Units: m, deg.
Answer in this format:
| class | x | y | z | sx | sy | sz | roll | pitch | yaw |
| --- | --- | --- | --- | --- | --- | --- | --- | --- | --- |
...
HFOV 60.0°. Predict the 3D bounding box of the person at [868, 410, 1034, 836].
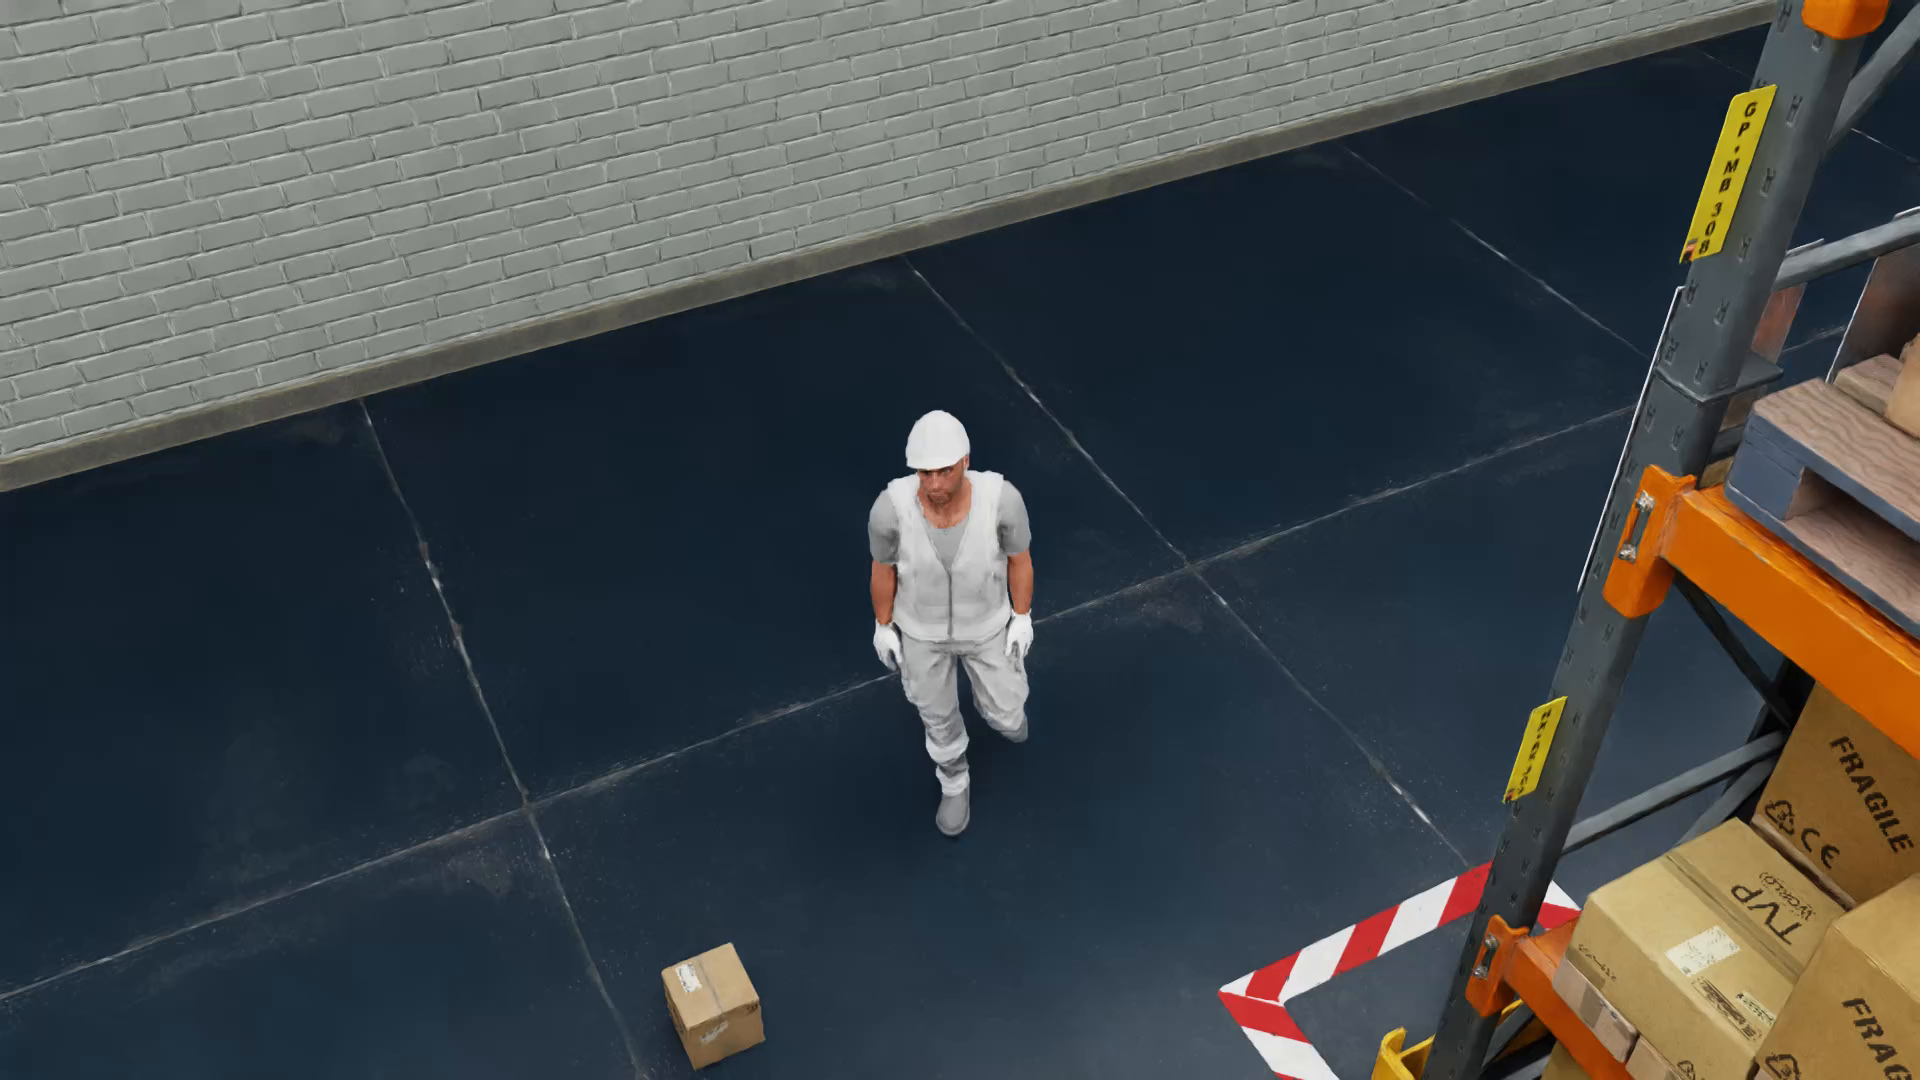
| class | x | y | z | sx | sy | sz | roll | pitch | yaw |
| --- | --- | --- | --- | --- | --- | --- | --- | --- | --- |
| person | -0.021 | 0.251 | 5.823 | 0.576 | 1.785 | 0.607 | 0 | 41 | 0 |
